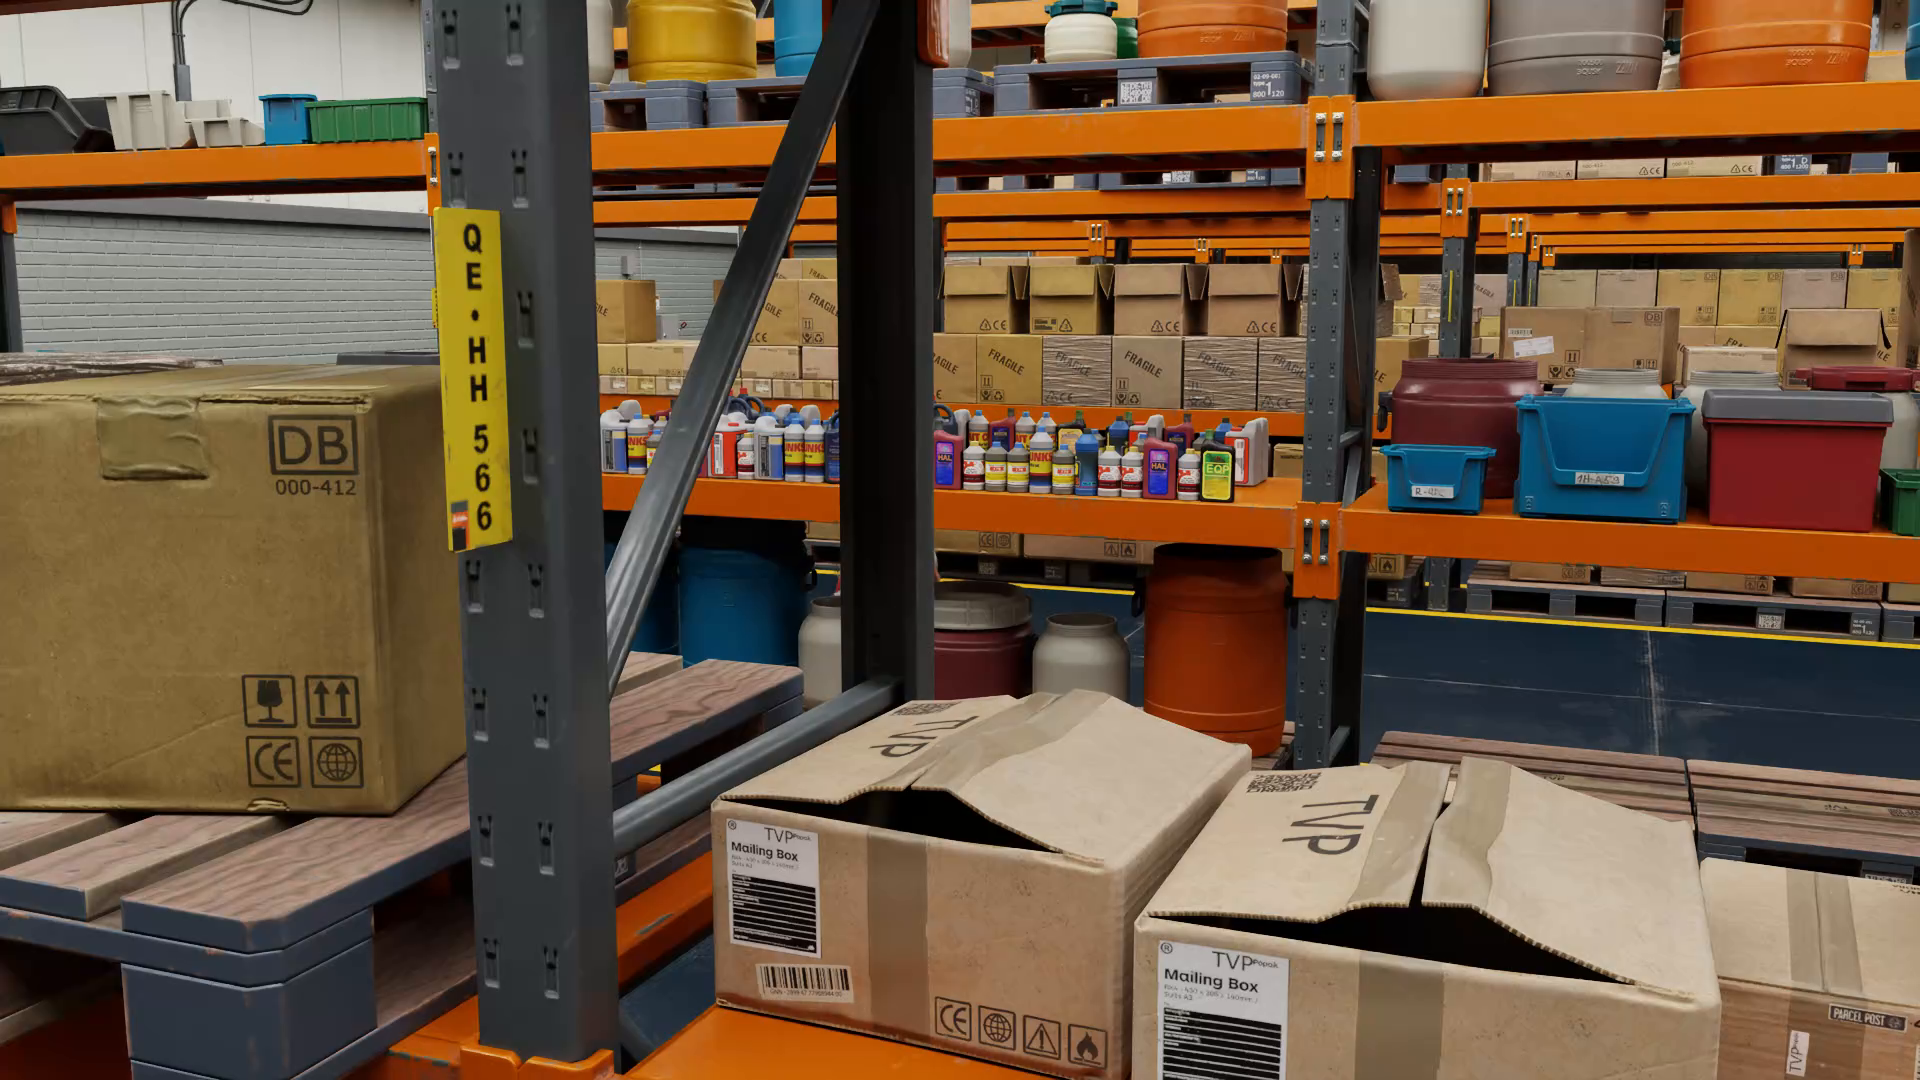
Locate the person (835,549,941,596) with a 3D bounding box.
[{"bbox_3d":[-0.424,0.215,9.540,0.565,0.991,0.880,3,9,21],"label":"person"}]
